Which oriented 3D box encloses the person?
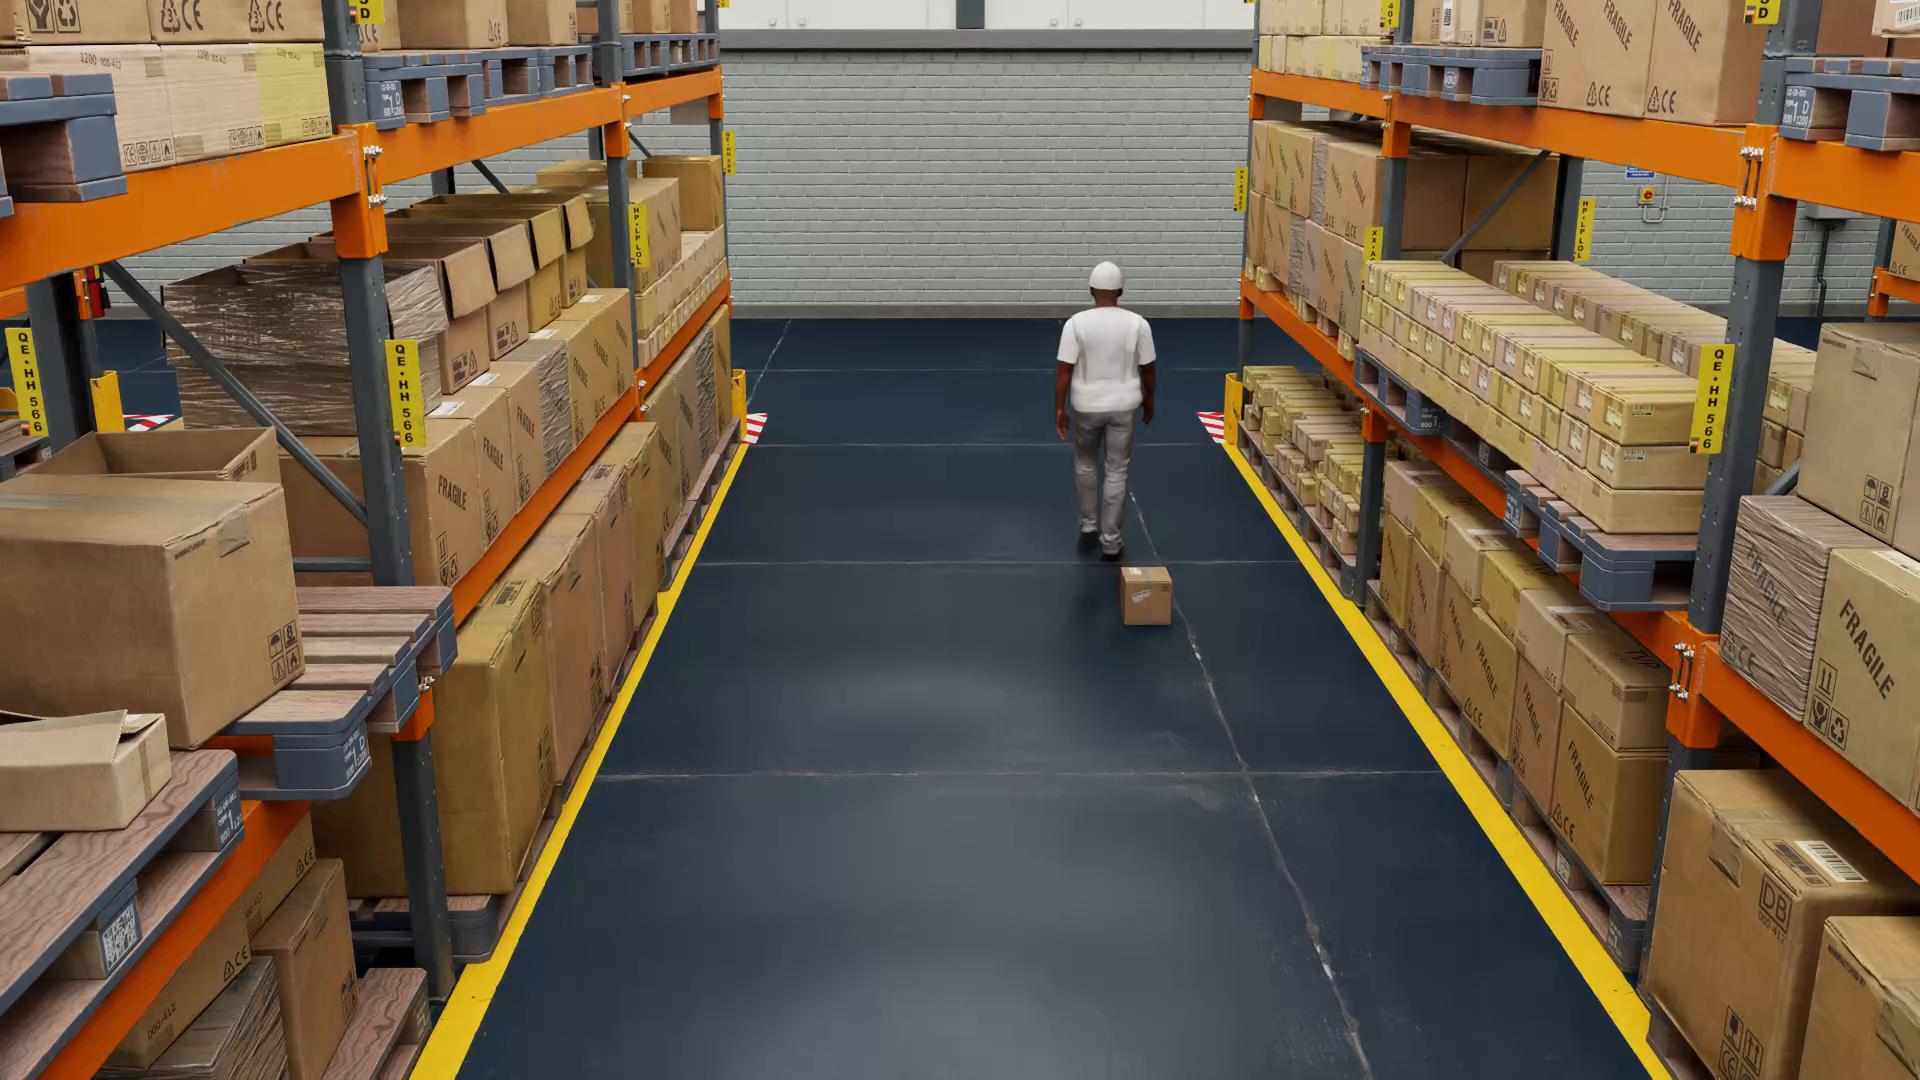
[{"bbox_3d":[0.887,-0.790,10.129,0.601,1.819,0.701,2,17,7],"label":"person"}]
